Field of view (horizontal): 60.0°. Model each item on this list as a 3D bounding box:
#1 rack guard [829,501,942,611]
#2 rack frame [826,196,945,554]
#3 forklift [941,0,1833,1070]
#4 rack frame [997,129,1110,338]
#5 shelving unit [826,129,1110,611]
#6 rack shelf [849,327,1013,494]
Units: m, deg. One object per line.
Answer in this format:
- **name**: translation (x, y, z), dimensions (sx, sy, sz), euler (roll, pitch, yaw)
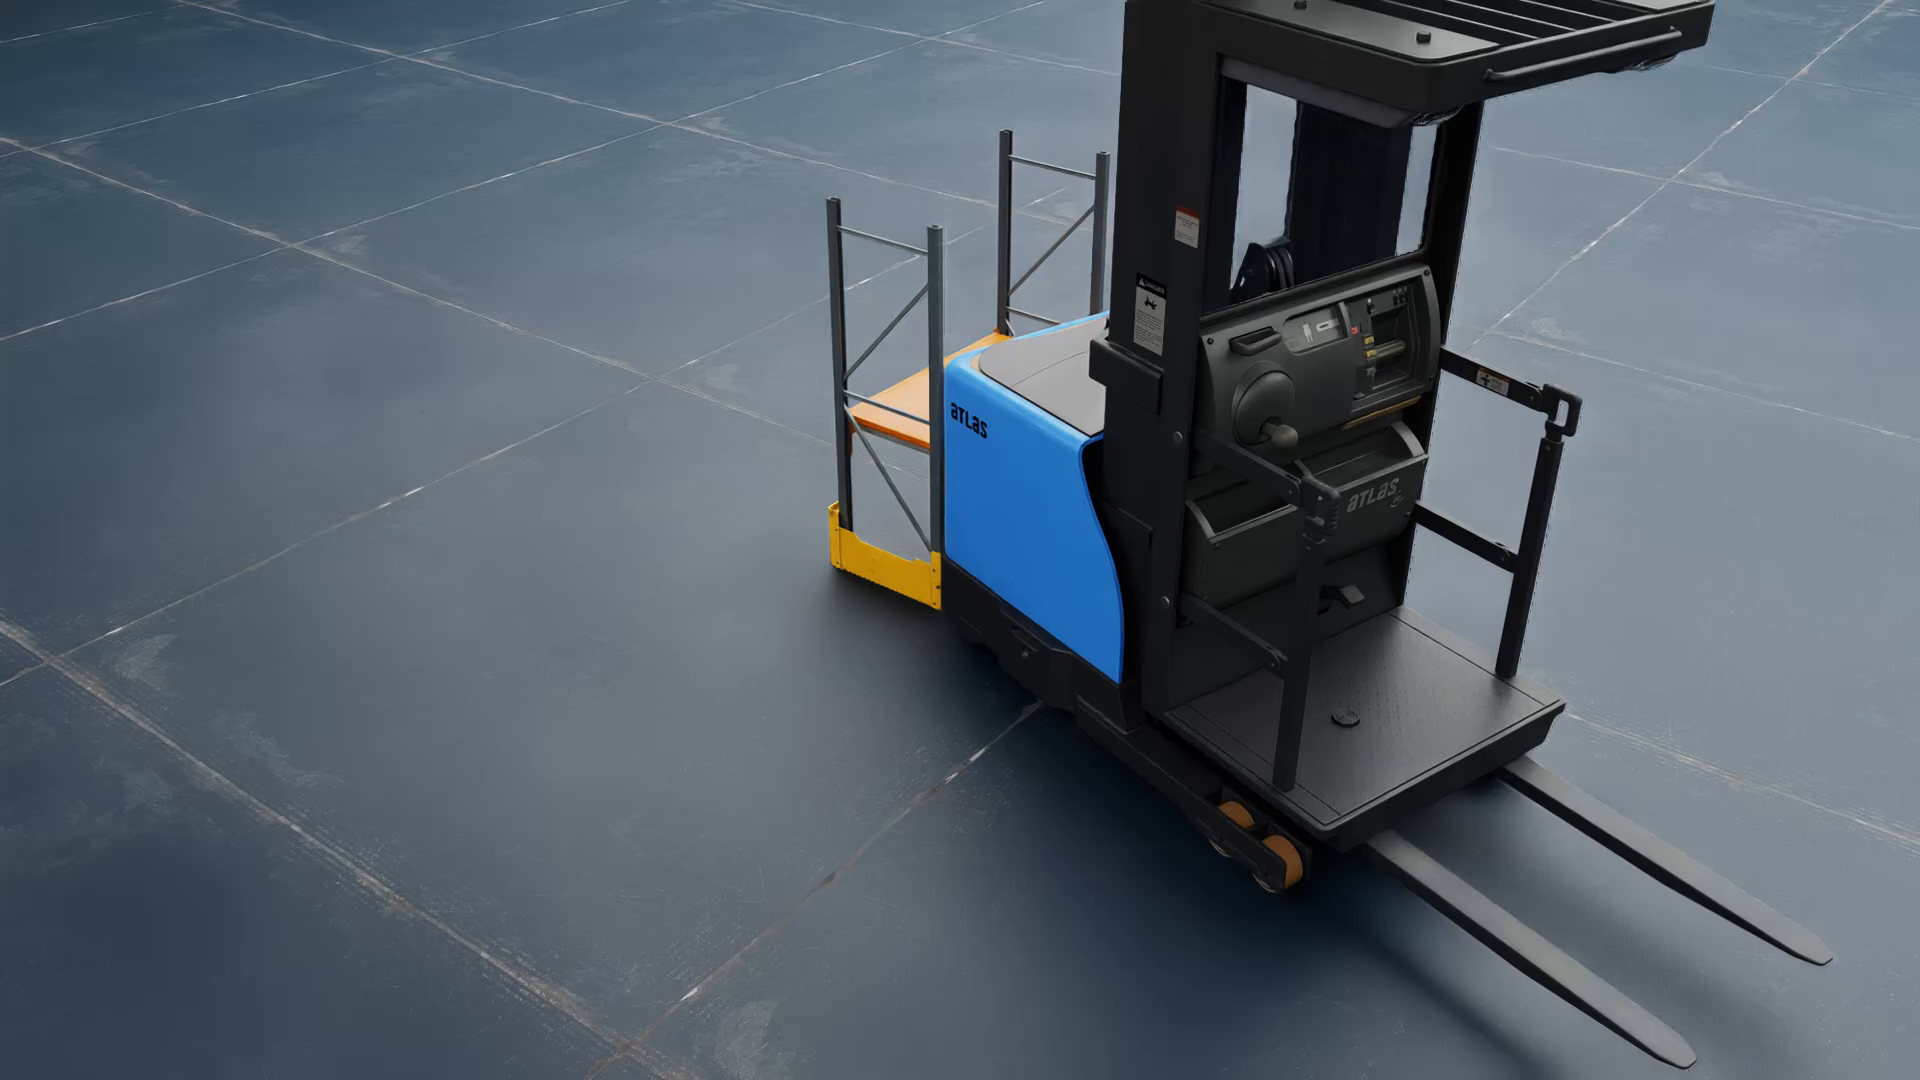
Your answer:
- **rack guard**: translation (-0.263, 0.058, 6.407), dimensions (0.587, 0.250, 0.087), euler (22, 37, 32)
- **rack frame**: translation (-0.264, -0.479, 6.087), dimensions (0.500, 1.500, 0.032), euler (22, 37, 32)
- **forklift**: translation (1.189, -0.490, 4.702), dimensions (1.130, 2.935, 3.031), euler (-20, 36, -30)
- **rack frame**: translation (0.361, -0.888, 6.777), dimensions (0.500, 1.500, 0.032), euler (22, 37, 32)
- **shelving unit**: translation (0.043, -0.680, 6.426), dimensions (0.587, 1.500, 1.083), euler (22, 37, 32)
- **rack shelf**: translation (0.049, -0.529, 6.524), dimensions (0.538, 0.185, 1.000), euler (22, 37, 32)
